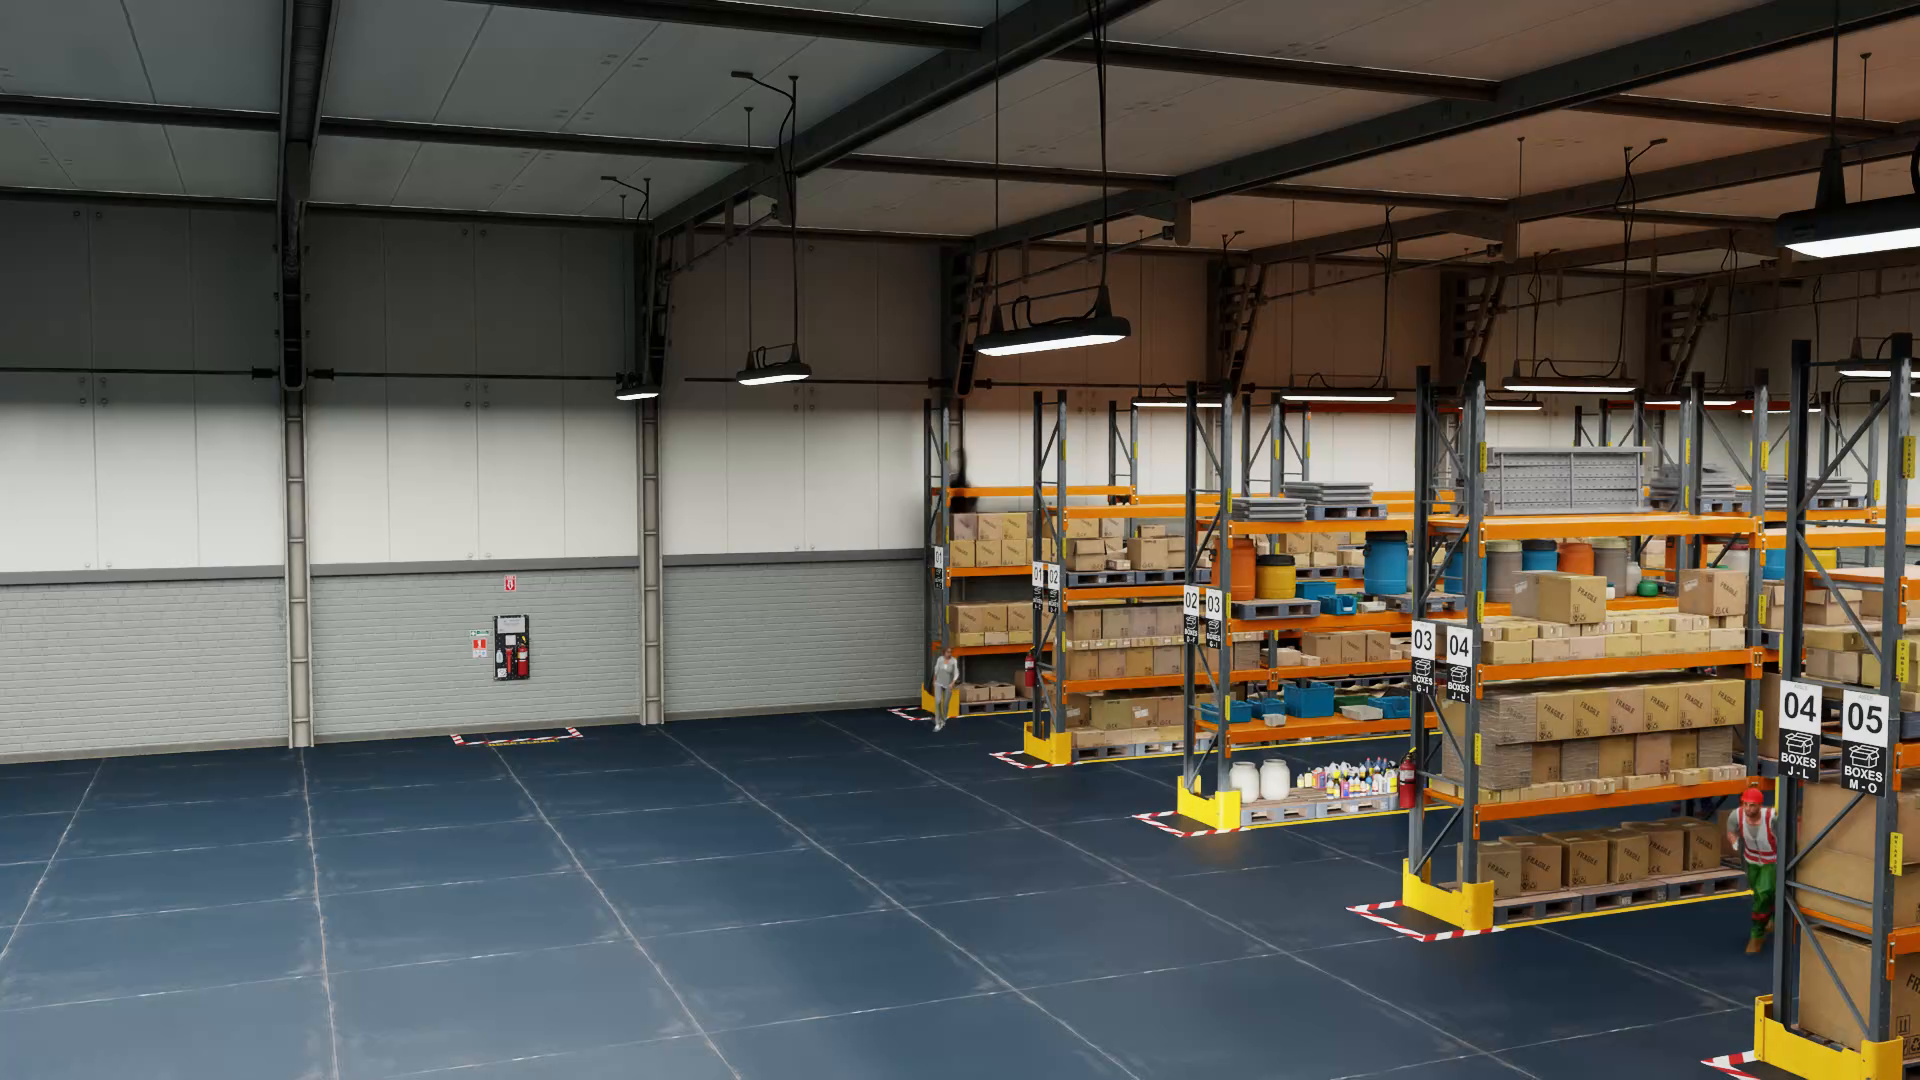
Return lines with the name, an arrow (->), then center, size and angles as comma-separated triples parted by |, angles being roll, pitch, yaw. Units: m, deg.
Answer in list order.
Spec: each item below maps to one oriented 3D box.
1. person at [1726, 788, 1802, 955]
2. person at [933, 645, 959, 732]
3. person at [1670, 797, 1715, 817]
person -> 8.242, 3.343, 16.994 | 0.715, 1.730, 1.027 | 3, 5, 44
person -> -0.253, 2.651, 29.878 | 0.500, 1.577, 0.744 | 0, 3, 6
person -> 10.046, 3.014, 22.811 | 0.729, 1.588, 0.588 | -1, 3, -12
